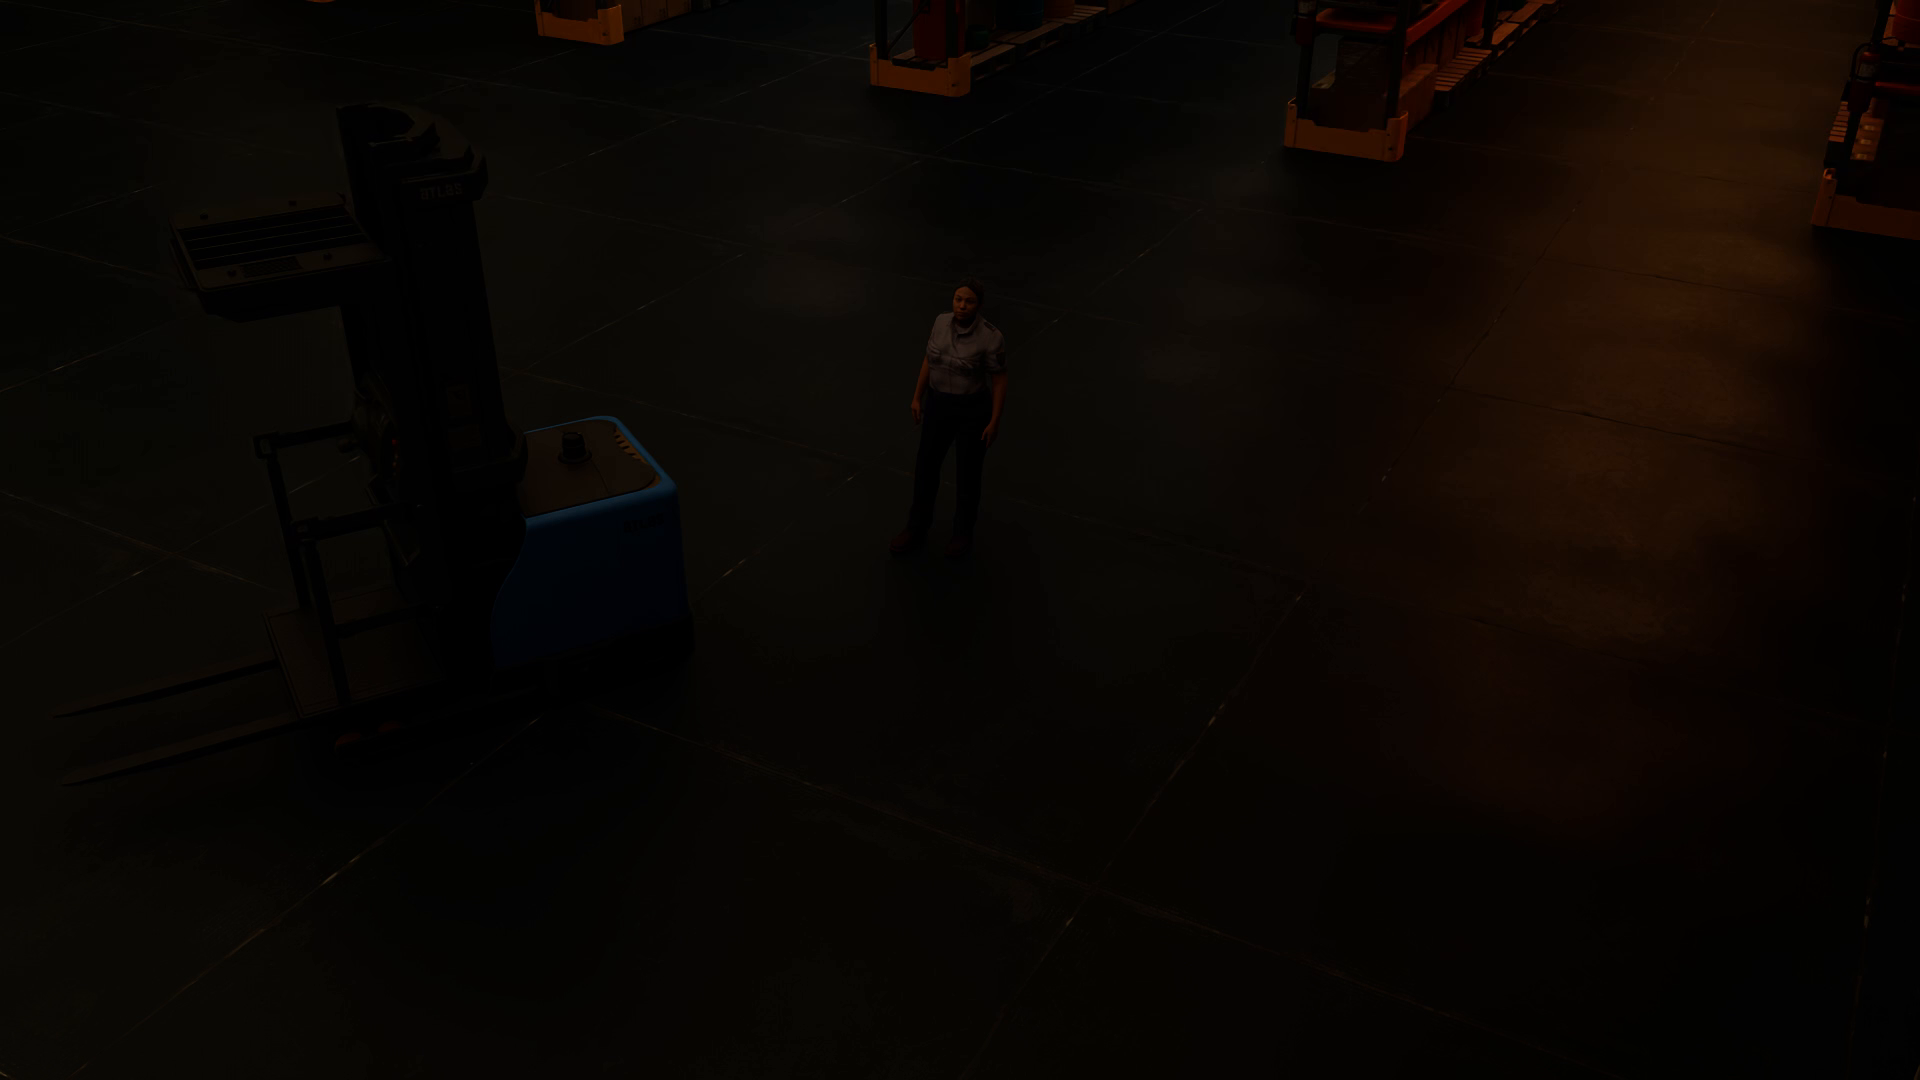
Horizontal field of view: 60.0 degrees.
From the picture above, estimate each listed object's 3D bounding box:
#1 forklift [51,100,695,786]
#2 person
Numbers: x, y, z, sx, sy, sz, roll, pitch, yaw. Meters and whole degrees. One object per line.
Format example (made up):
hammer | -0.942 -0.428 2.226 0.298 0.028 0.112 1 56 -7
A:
forklift | -2.951 -0.468 7.882 3.031 2.935 1.130 -16 33 -25
person | -0.064 -0.686 9.529 0.598 1.651 0.502 15 33 25
